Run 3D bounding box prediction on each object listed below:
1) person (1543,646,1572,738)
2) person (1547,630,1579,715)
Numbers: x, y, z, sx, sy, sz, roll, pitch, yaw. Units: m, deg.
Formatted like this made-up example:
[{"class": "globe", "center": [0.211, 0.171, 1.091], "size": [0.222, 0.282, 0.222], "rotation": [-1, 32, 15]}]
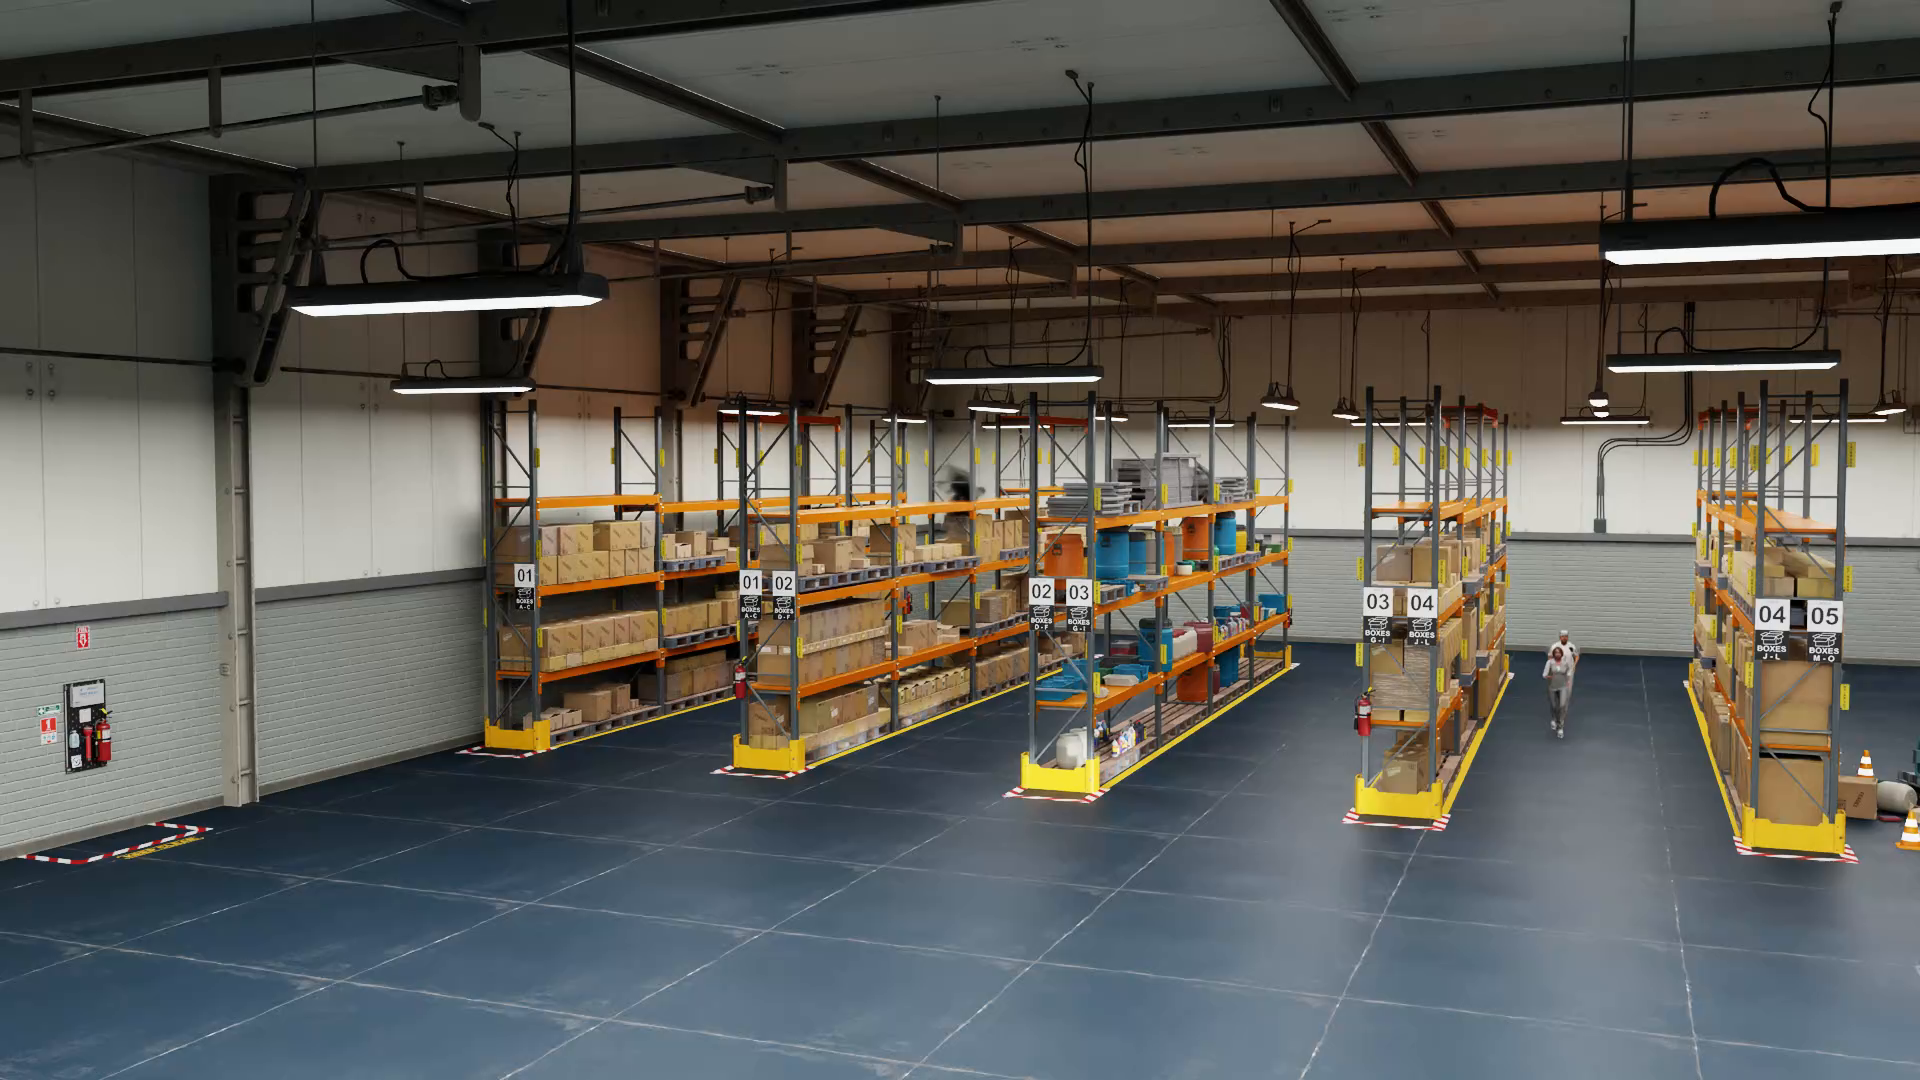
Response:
[{"class": "person", "center": [10.785, 2.709, 30.036], "size": [0.505, 1.603, 0.863], "rotation": [1, 3, 18]}, {"class": "person", "center": [11.856, 2.591, 32.665], "size": [0.608, 1.643, 0.685], "rotation": [1, 3, 13]}]
